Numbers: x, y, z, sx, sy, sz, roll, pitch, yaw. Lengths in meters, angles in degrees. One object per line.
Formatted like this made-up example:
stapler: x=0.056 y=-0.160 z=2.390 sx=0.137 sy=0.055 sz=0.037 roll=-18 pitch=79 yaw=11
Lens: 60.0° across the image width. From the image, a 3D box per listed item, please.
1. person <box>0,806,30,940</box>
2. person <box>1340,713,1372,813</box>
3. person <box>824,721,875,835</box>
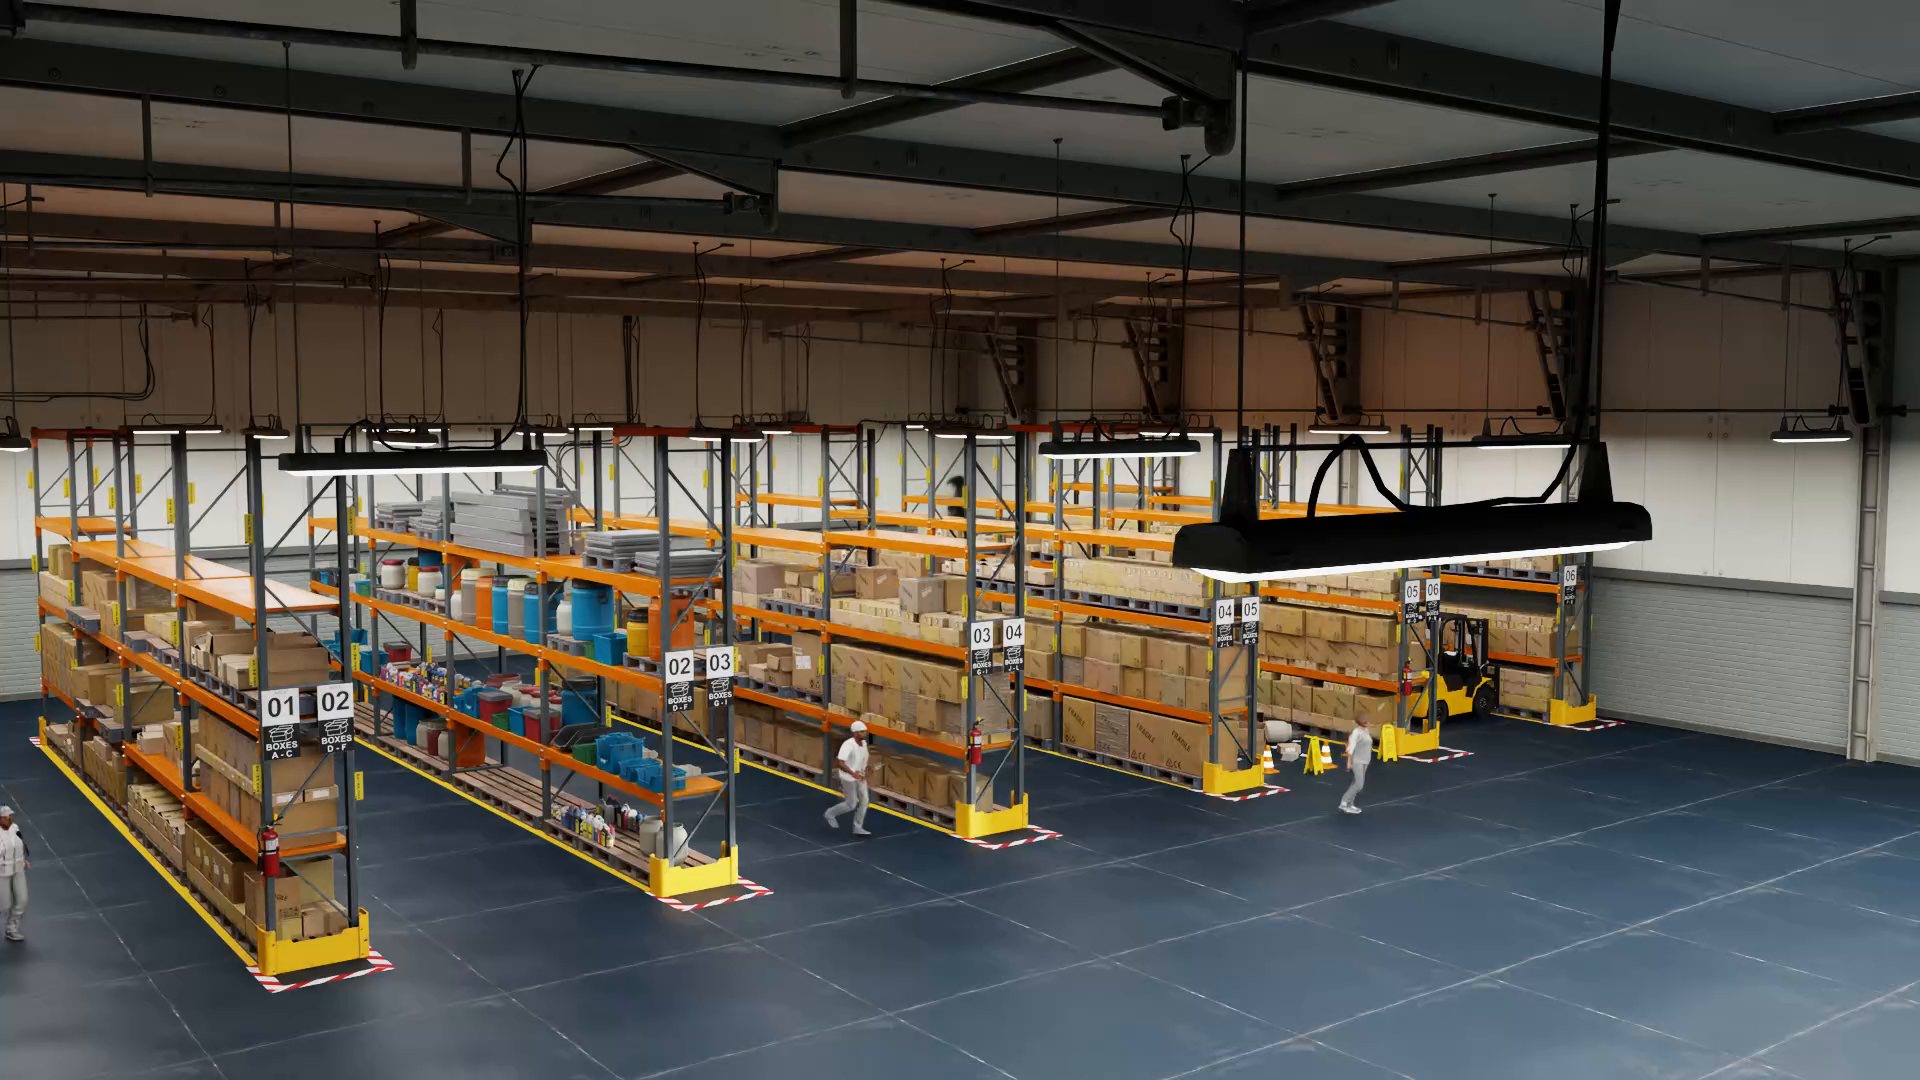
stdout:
person: x=-11.470 y=3.972 z=19.892 sx=0.642 sy=1.621 sz=0.616 roll=2 pitch=5 yaw=24
person: x=6.189 y=3.490 z=26.011 sx=0.420 sy=1.579 sz=0.523 roll=3 pitch=6 yaw=38
person: x=-1.670 y=3.533 z=24.795 sx=0.781 sy=1.715 sz=0.705 roll=3 pitch=5 yaw=31
